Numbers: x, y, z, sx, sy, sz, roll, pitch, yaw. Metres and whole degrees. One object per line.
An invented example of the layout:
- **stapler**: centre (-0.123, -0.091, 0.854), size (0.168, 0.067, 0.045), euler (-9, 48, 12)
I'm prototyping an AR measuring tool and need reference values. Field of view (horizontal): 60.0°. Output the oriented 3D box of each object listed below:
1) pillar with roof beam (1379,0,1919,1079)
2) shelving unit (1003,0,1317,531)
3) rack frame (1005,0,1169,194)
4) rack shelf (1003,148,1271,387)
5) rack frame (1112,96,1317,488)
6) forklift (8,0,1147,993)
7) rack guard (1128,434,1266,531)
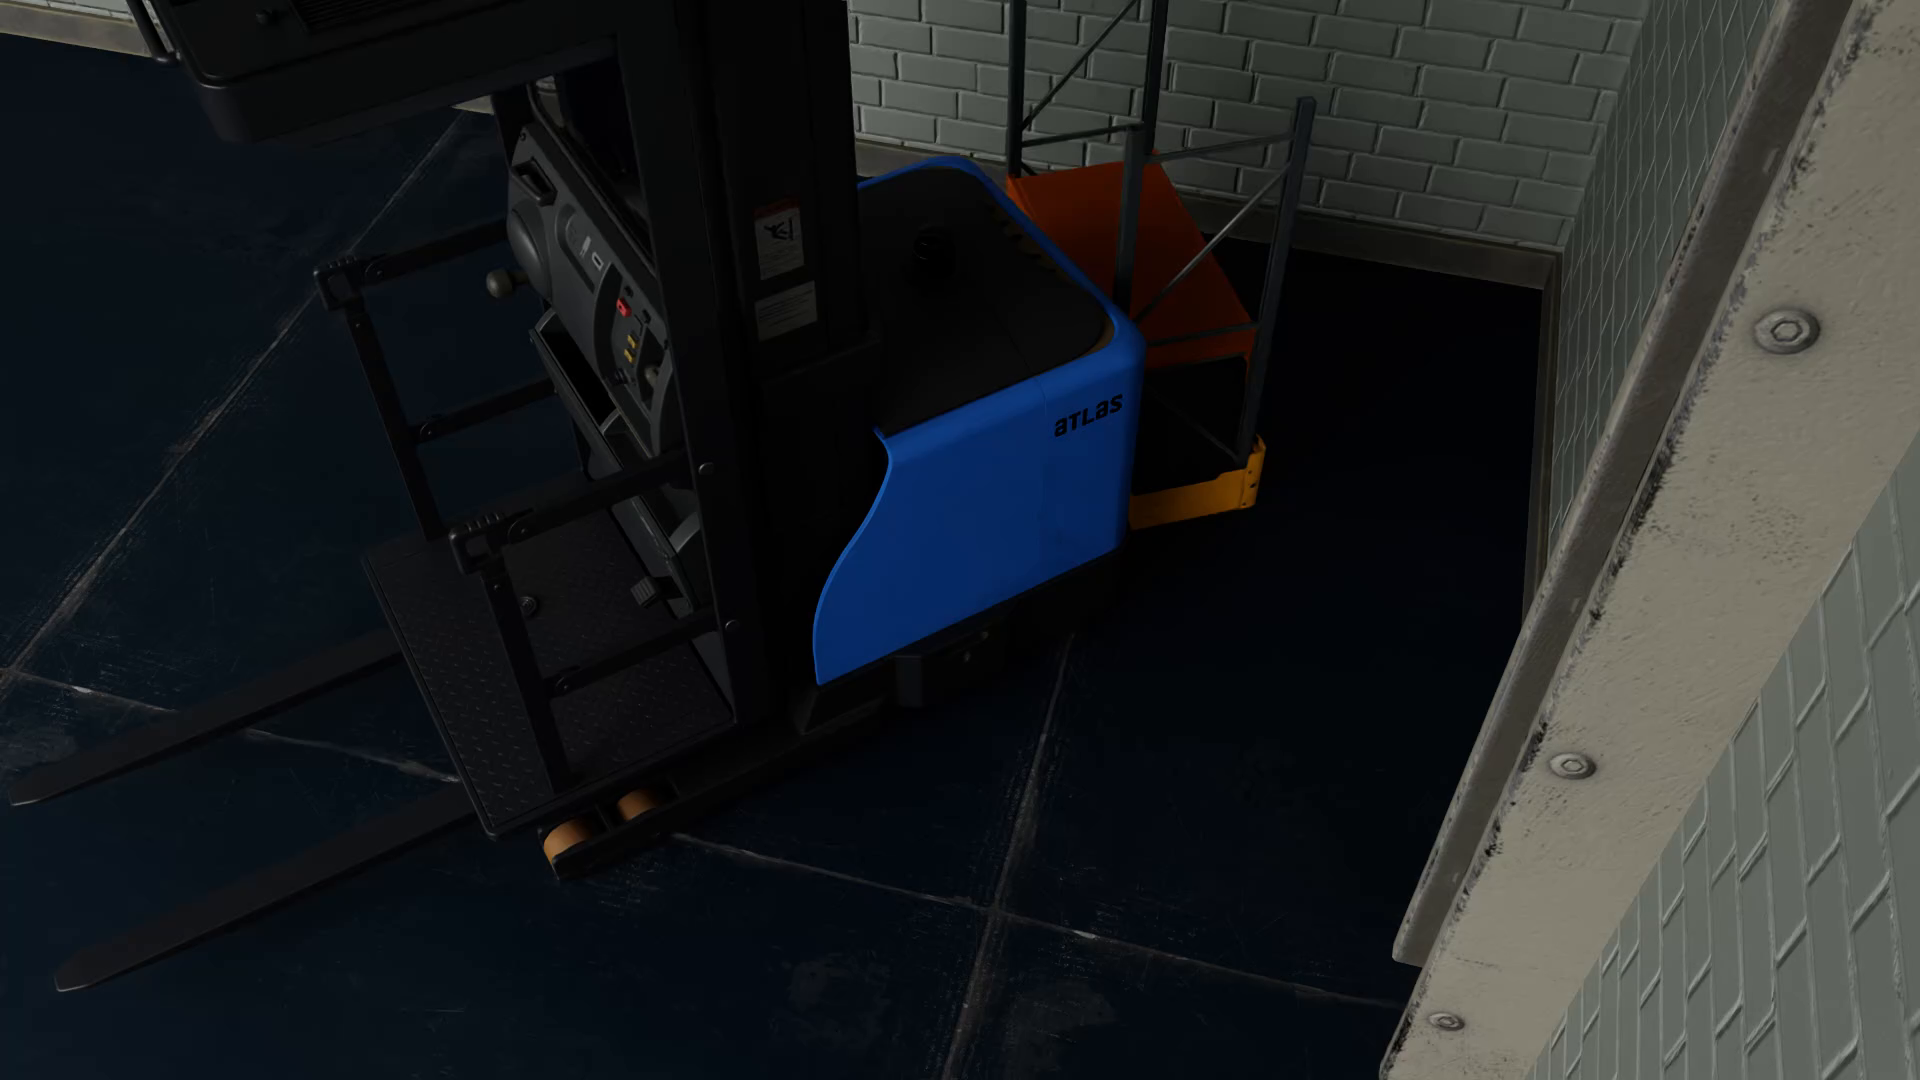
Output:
- **pillar with roof beam**: centre (-2.926, -2.612, 1.553), size (9.100, 9.000, 0.400), euler (12, 50, 10)
- **shelving unit**: centre (0.532, -0.941, 5.080), size (0.587, 1.500, 1.083), euler (-12, 50, -10)
- **rack frame**: centre (0.396, -1.315, 5.410), size (0.500, 1.500, 0.032), euler (-12, 50, -10)
- **rack shelf**: centre (0.529, -0.828, 5.221), size (0.538, 0.185, 1.000), euler (-12, 50, -10)
- **rack frame**: centre (0.663, -0.580, 4.761), size (0.500, 1.500, 0.032), euler (-12, 50, -10)
- **forklift**: centre (-1.031, -0.527, 3.760), size (3.031, 2.935, 1.130), euler (-24, 53, -20)
- **rack guard**: centre (0.663, -0.167, 5.231), size (0.587, 0.250, 0.087), euler (-12, 50, -10)
